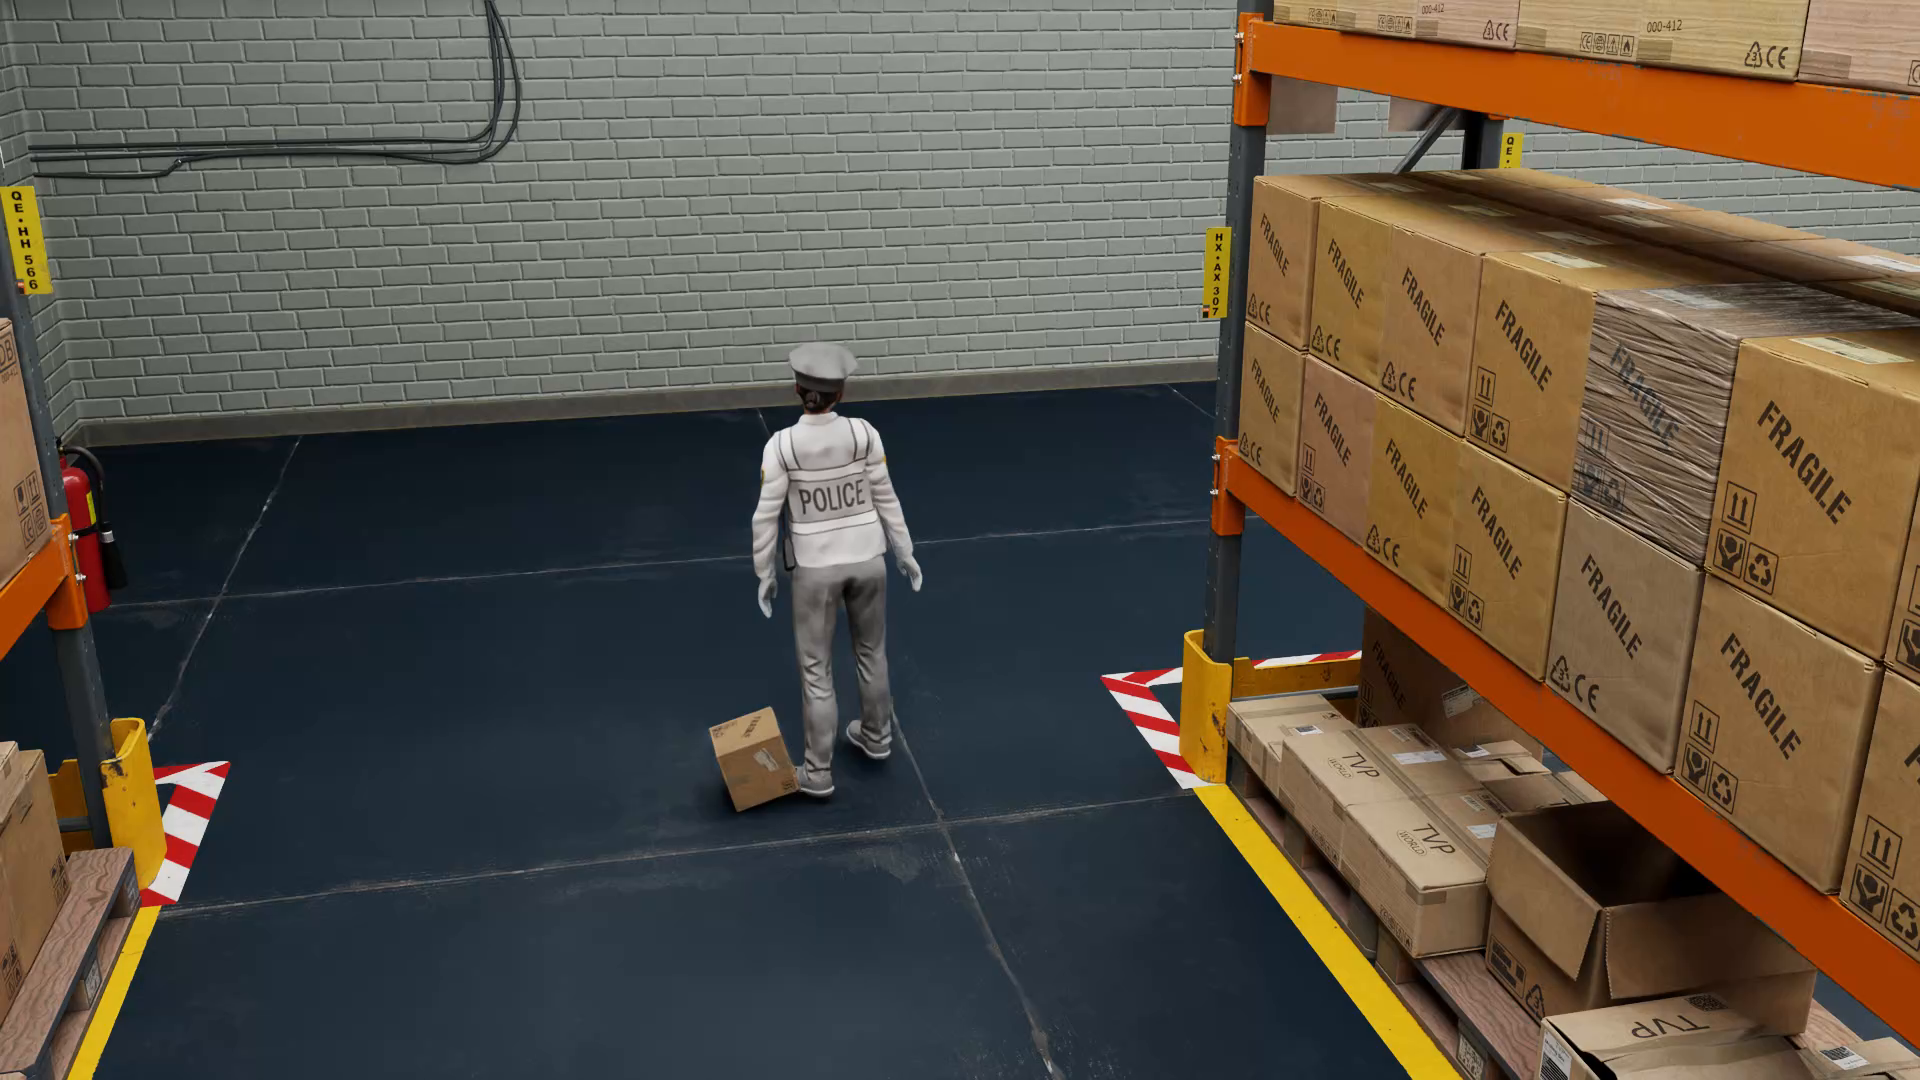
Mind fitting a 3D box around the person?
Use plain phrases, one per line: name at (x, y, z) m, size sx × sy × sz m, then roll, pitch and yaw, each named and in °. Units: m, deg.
person at (-0.455, 0.096, 6.204) m, size 0.619 × 1.678 × 0.487 m, roll -6°, pitch 21°, yaw -17°
